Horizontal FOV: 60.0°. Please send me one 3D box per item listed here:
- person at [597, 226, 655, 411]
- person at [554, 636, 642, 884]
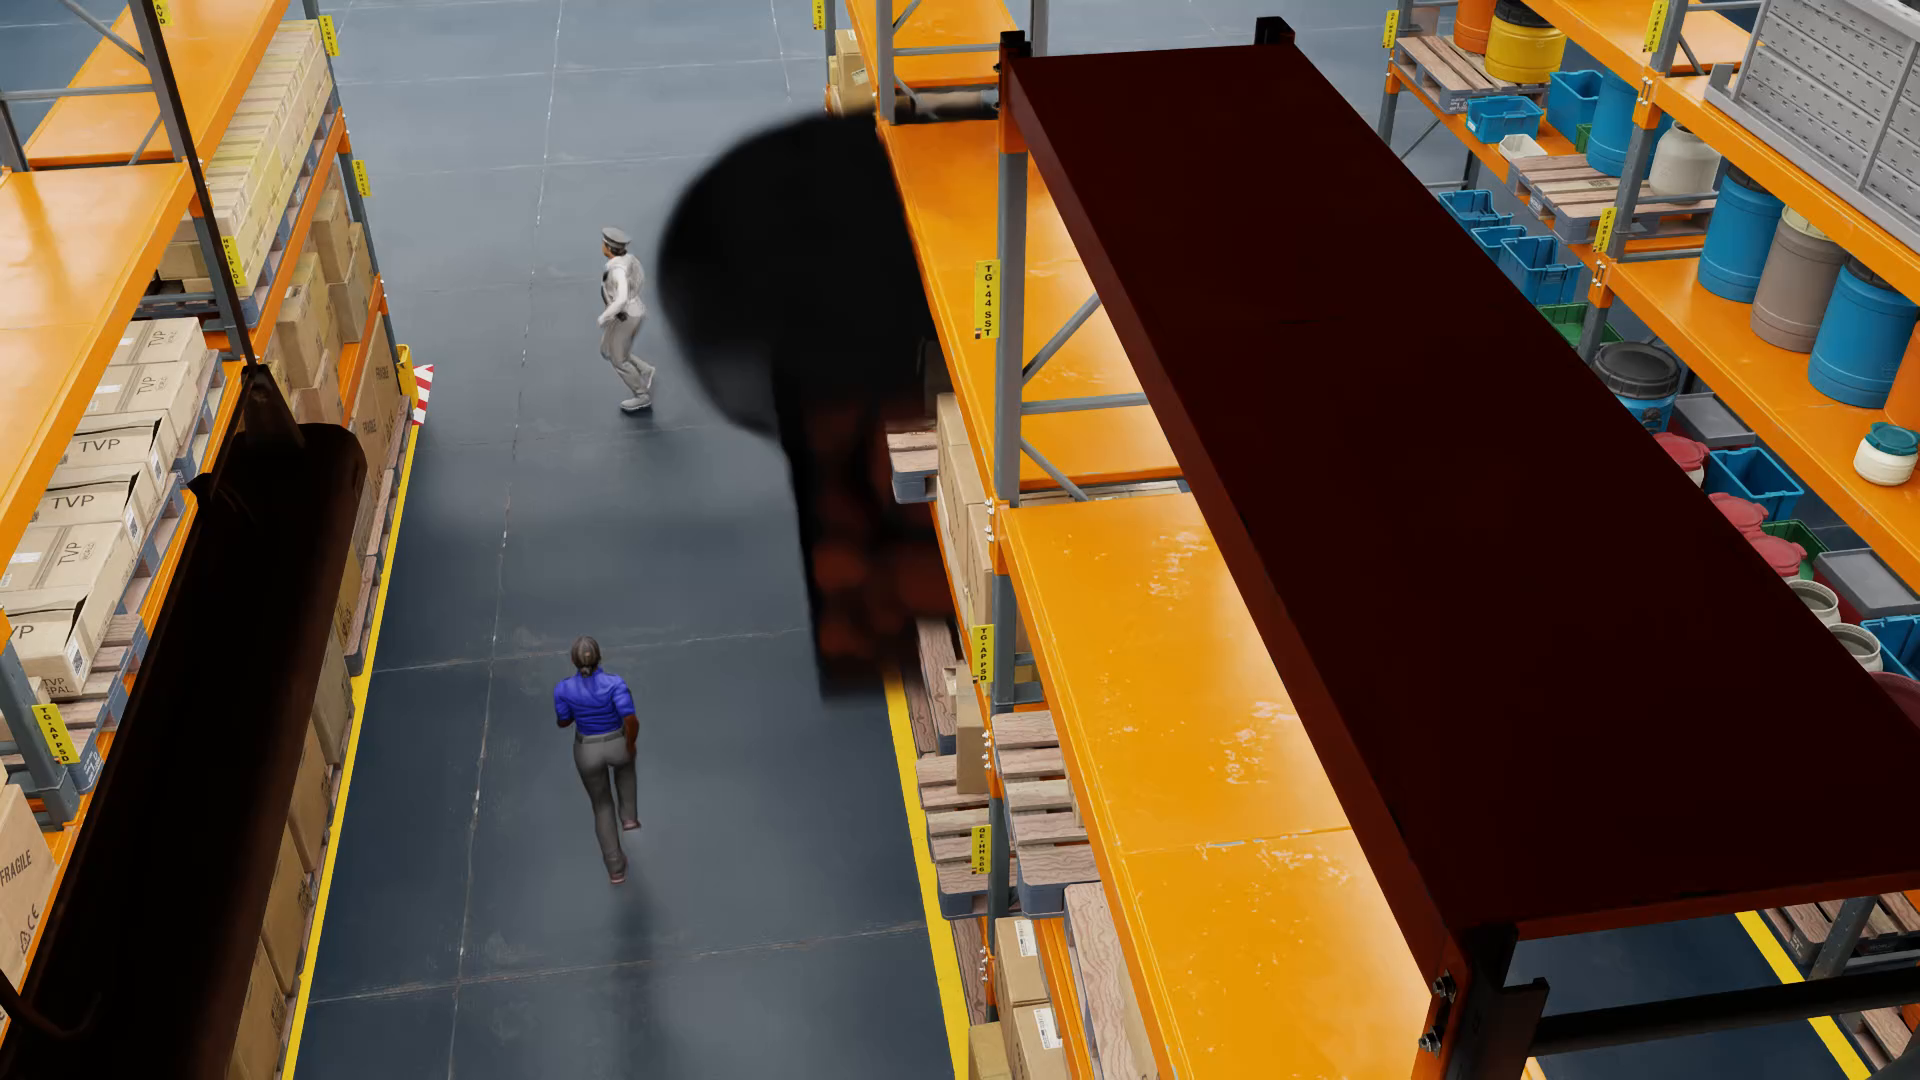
[{"bbox_3d":[-3.017,-2.023,14.879,0.494,1.586,0.724,0,36,-1],"label":"person"},{"bbox_3d":[-2.152,1.288,10.023,0.469,1.670,0.803,-10,37,-13],"label":"person"}]
